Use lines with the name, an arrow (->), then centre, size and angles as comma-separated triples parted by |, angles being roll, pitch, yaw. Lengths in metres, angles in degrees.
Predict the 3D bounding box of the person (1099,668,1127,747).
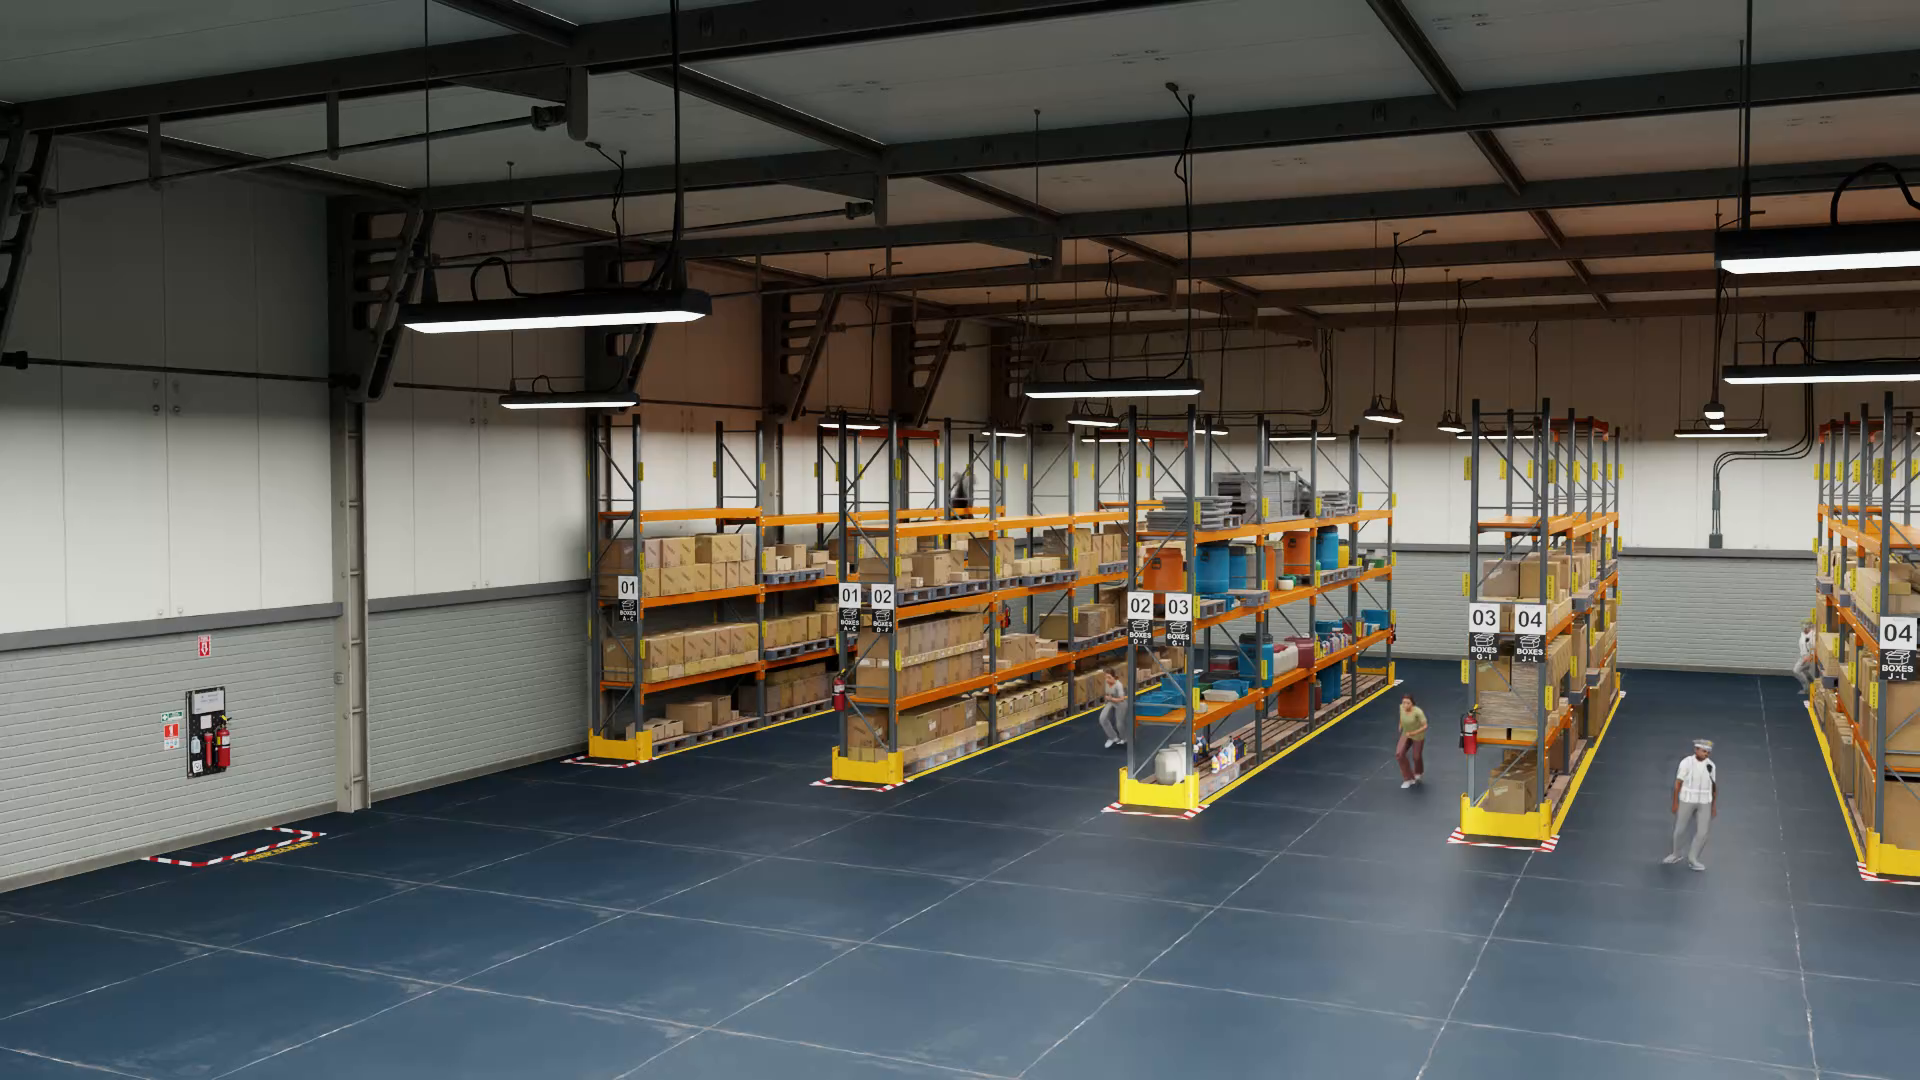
person -> 2.836, 3.012, 30.022 | 0.536, 1.452, 1.062 | 2, 3, 35

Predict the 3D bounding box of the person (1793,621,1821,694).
person -> 18.871, 2.629, 36.869 | 0.772, 1.682, 0.658 | 0, 2, -11

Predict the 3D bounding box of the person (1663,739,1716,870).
person -> 9.205, 3.315, 20.954 | 0.582, 1.646, 0.471 | 0, 2, 5

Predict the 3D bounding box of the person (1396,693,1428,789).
person -> 7.235, 3.144, 26.422 | 0.589, 1.503, 1.014 | 2, 3, 37
